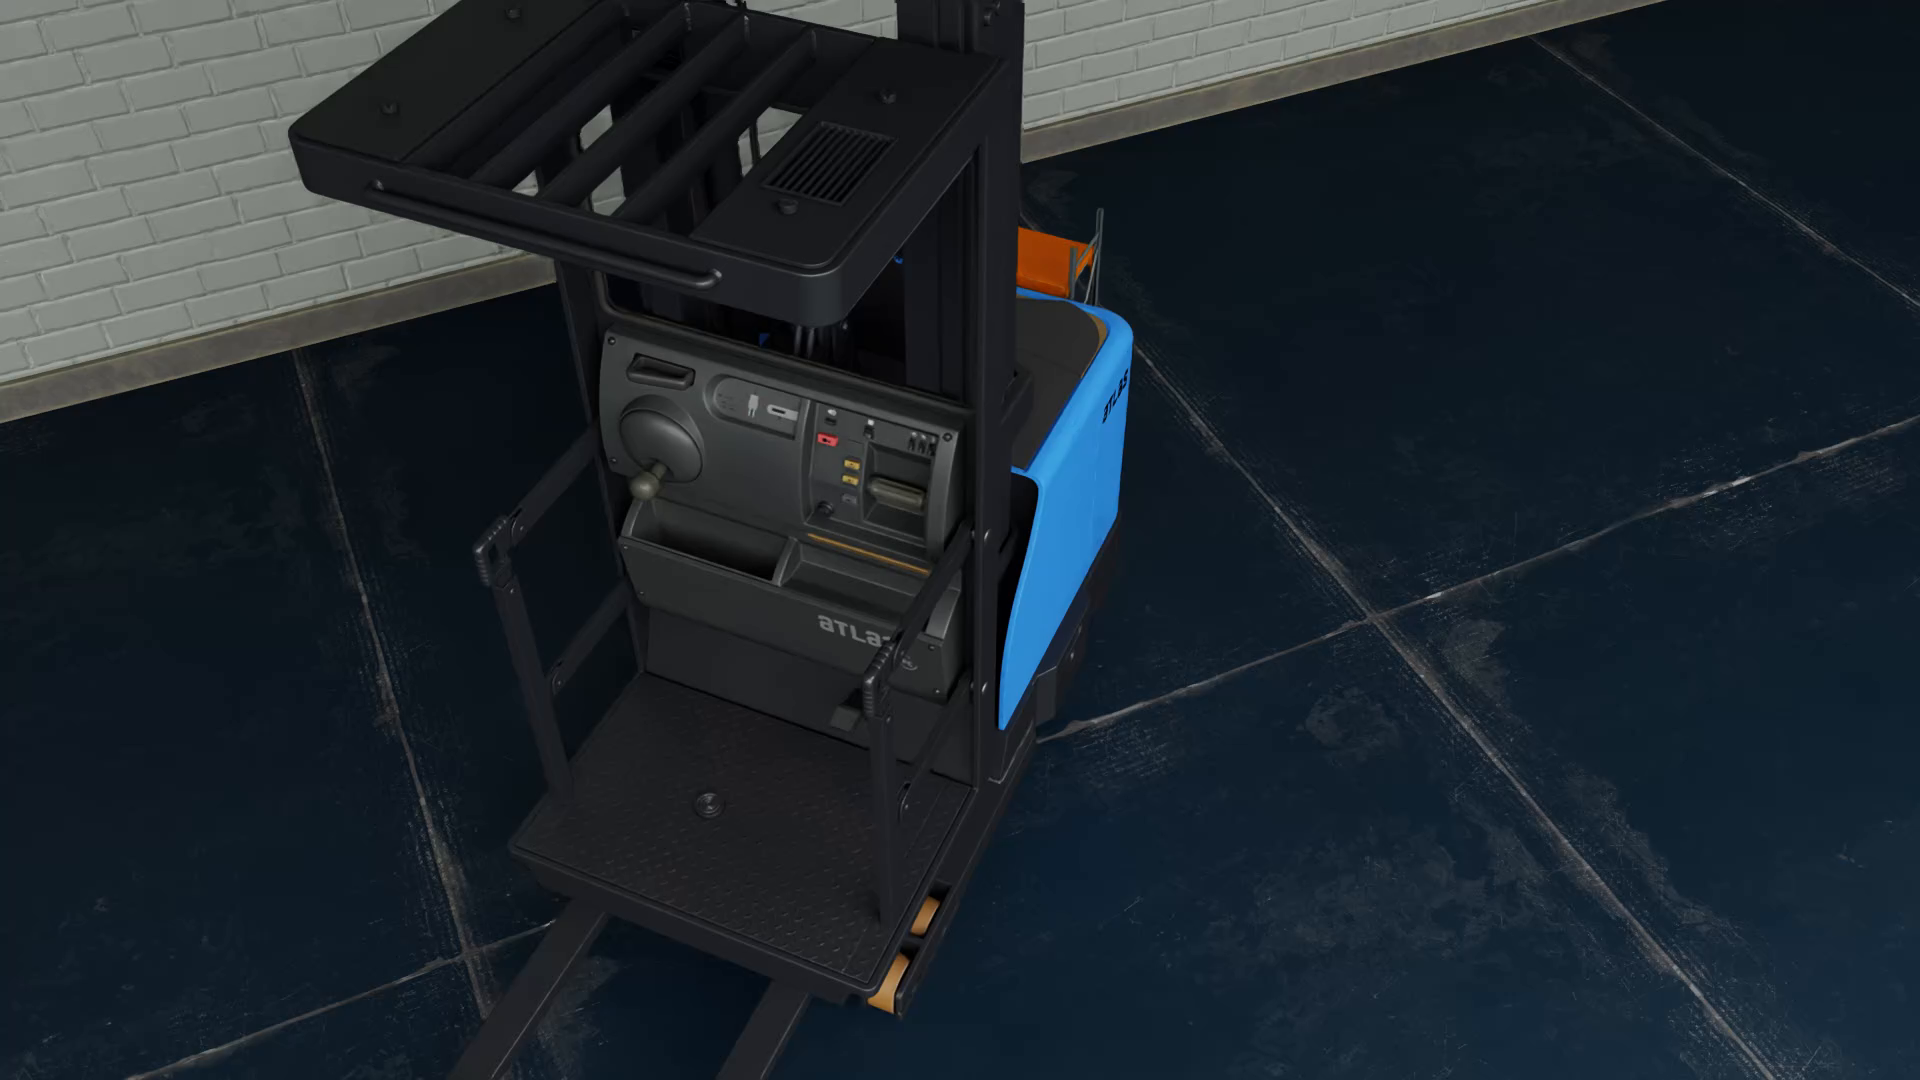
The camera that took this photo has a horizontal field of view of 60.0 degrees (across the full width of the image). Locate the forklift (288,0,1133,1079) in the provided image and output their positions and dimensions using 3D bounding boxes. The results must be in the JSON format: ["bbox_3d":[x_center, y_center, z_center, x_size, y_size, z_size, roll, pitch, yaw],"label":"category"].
[{"bbox_3d":[-0.524,-0.127,3.792,1.130,2.935,3.031,17,47,16],"label":"forklift"}]

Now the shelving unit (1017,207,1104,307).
[{"bbox_3d":[0.160,-0.579,5.482,0.503,1.200,0.258,18,47,17],"label":"shelving unit"}]

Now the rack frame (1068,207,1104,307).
[{"bbox_3d":[0.382,-0.508,5.411,0.015,1.200,0.240,18,47,17],"label":"rack frame"}]

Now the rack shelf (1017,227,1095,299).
[{"bbox_3d":[0.160,-0.859,5.206,0.480,0.148,0.258,18,47,17],"label":"rack shelf"}]
